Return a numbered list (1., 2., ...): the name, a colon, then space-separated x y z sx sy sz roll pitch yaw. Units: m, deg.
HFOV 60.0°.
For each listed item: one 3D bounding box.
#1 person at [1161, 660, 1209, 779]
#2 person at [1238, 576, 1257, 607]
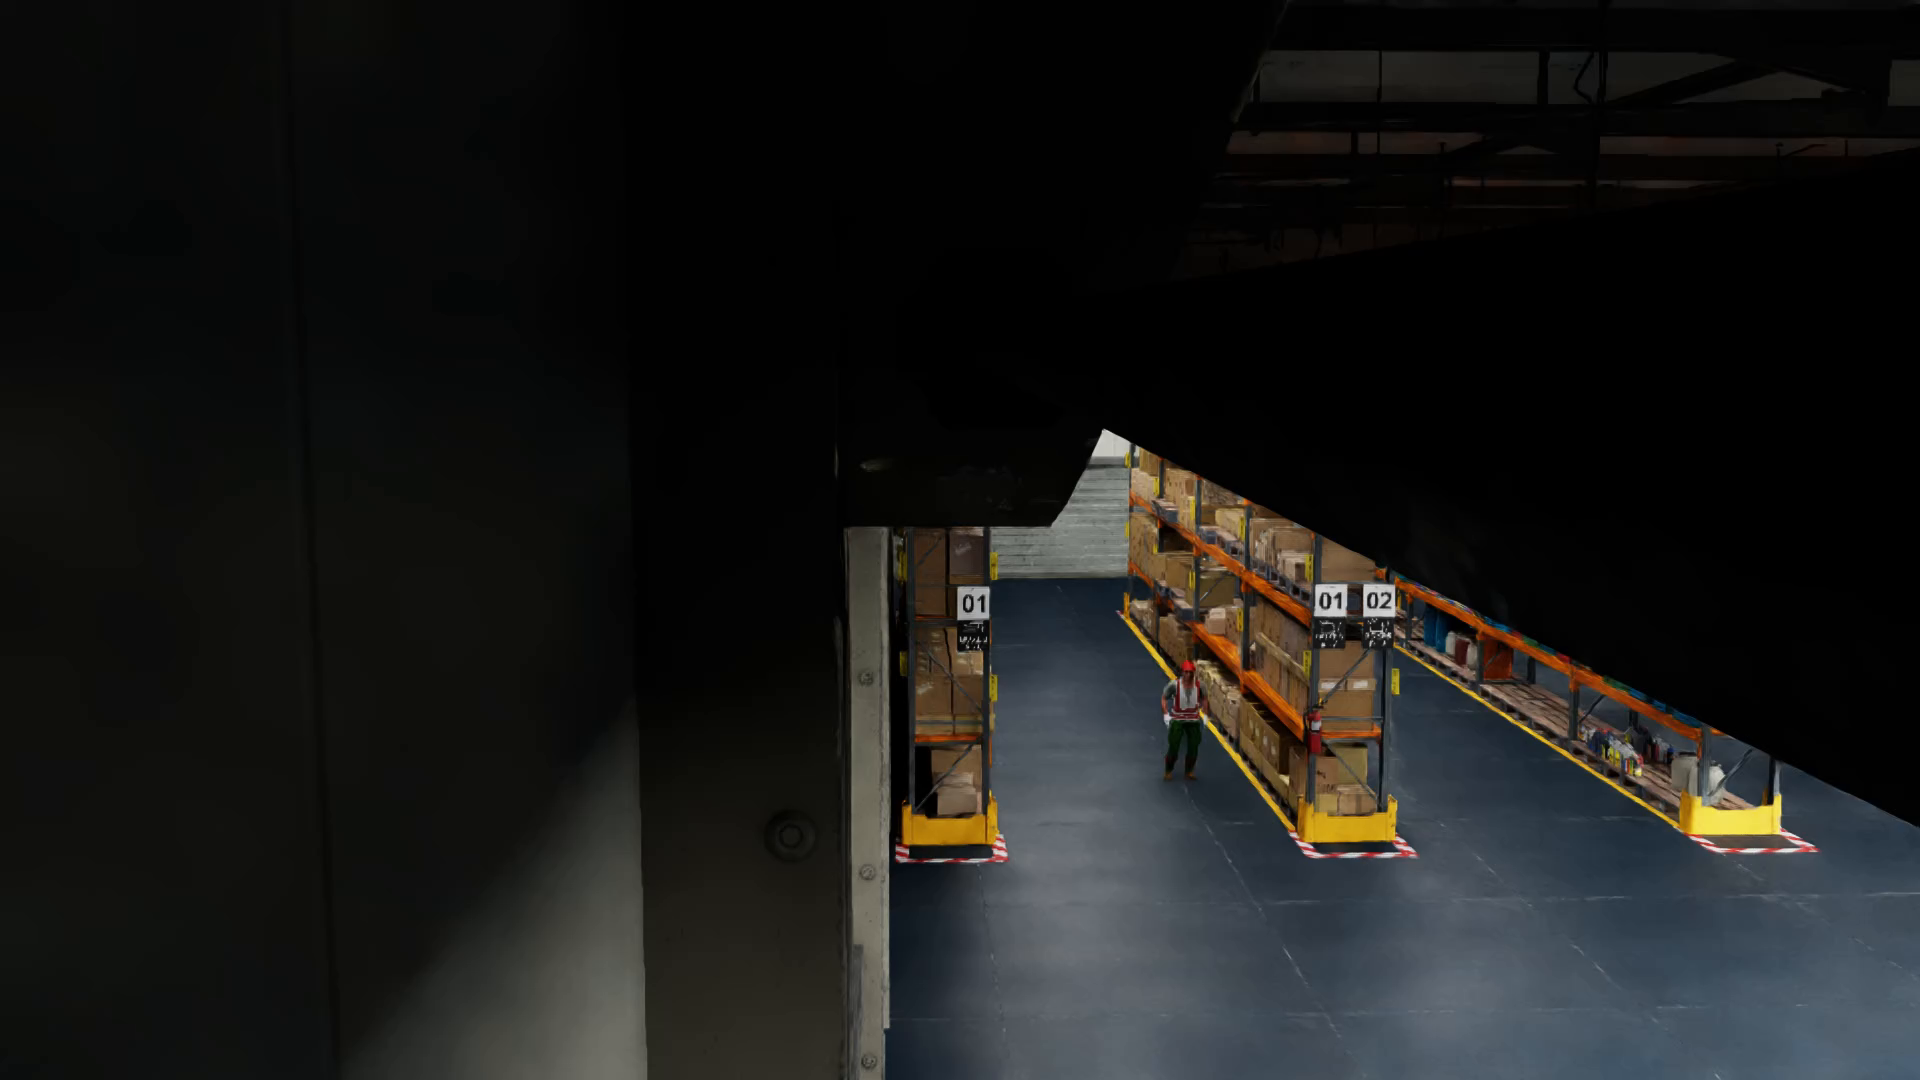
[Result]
1. person: 3.141 2.511 23.215 0.677 1.742 0.547 0 7 -2
2. person: 5.952 1.113 34.257 0.415 1.661 0.499 -5 9 -33
